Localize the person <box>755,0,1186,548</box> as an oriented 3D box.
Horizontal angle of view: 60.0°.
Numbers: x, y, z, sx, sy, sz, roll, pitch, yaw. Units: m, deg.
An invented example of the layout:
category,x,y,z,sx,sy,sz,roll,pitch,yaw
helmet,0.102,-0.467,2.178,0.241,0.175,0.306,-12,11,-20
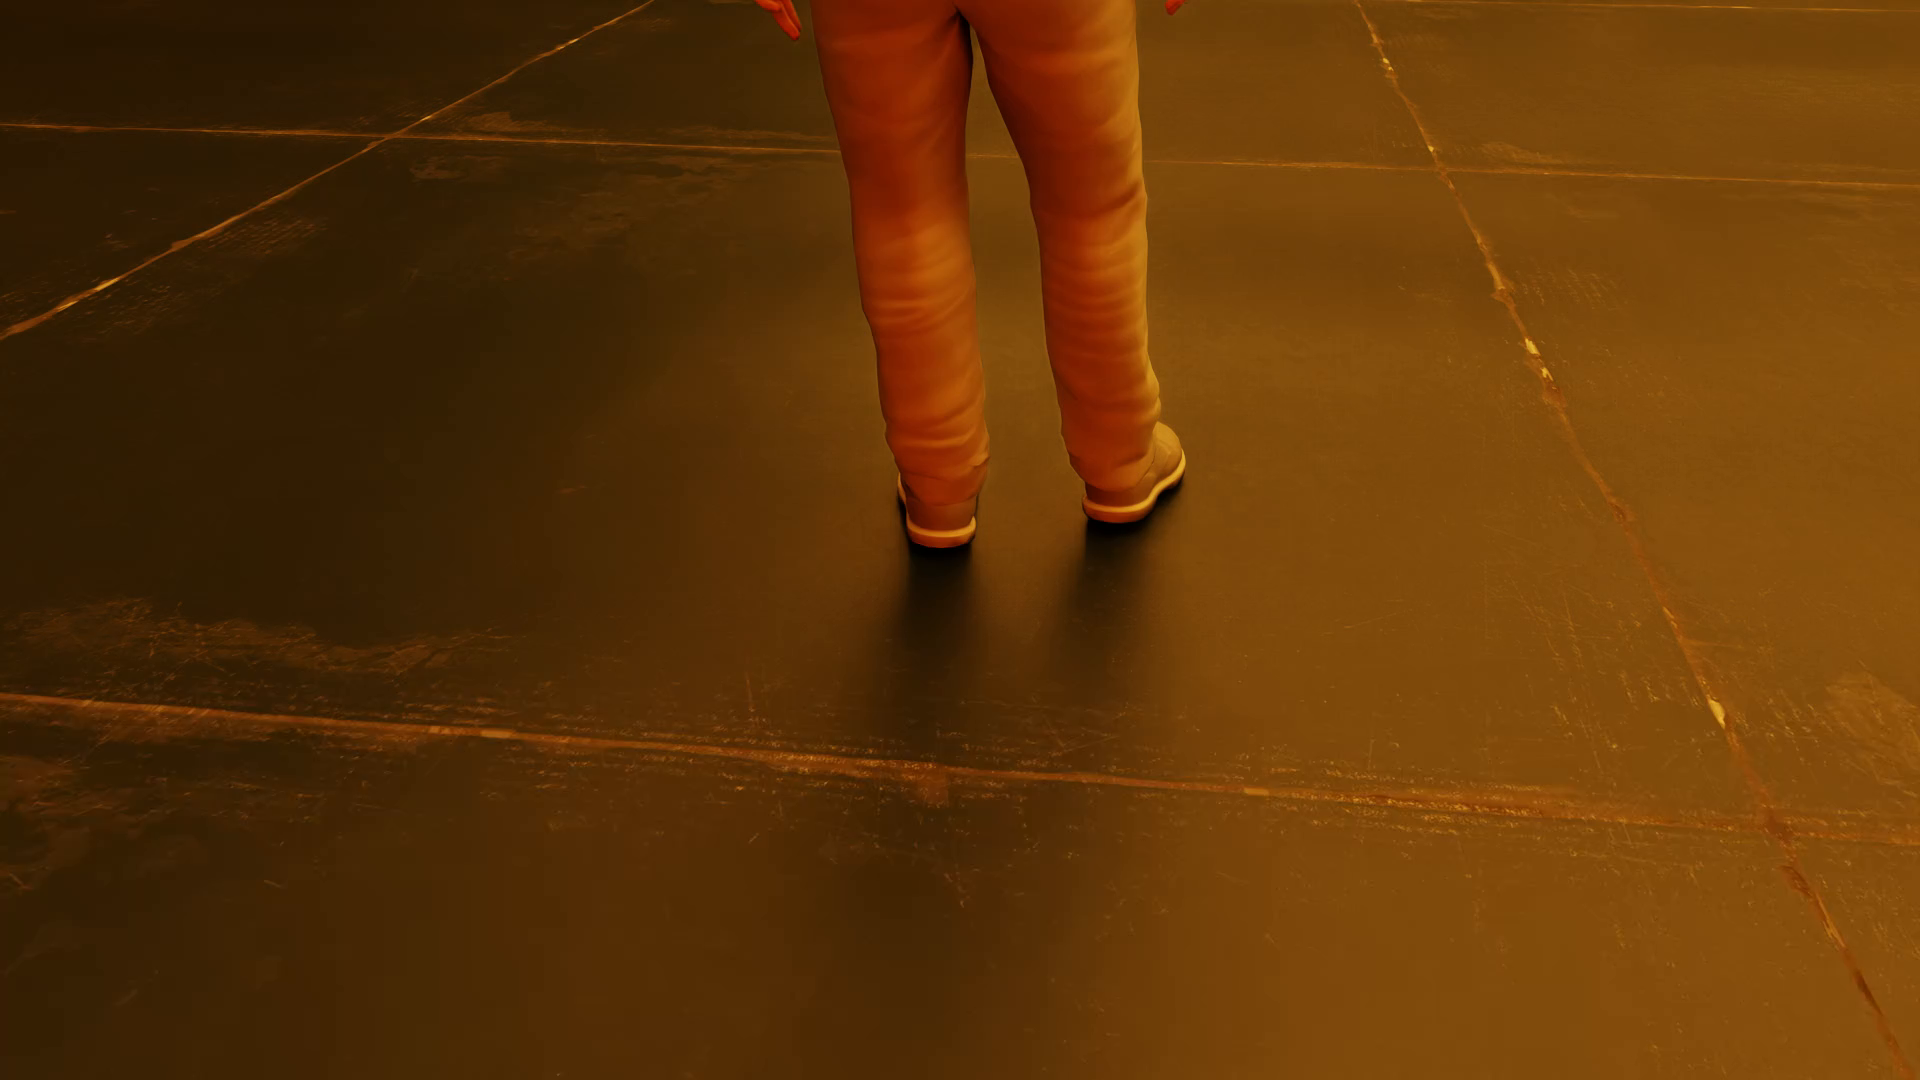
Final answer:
category,x,y,z,sx,sy,sz,roll,pitch,yaw
person,0.022,-0.838,2.167,0.641,1.780,0.574,3,27,7
